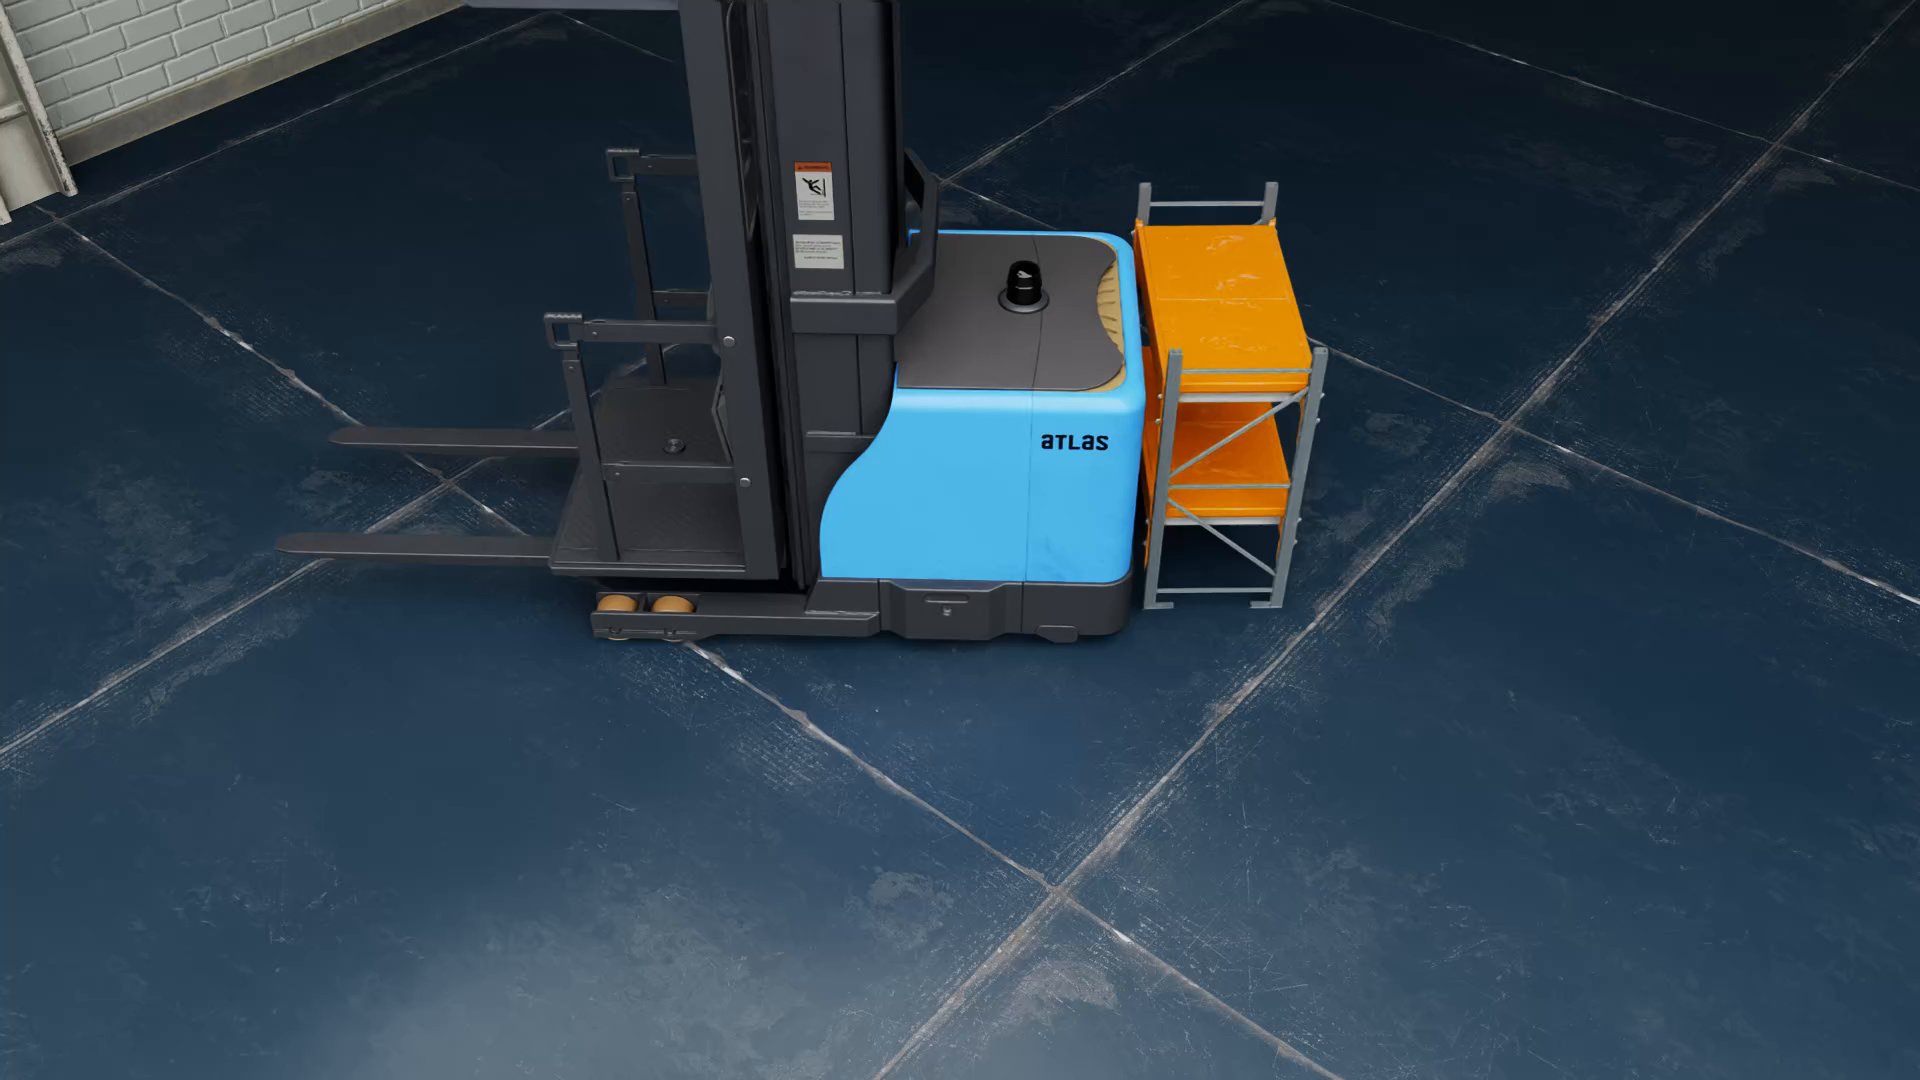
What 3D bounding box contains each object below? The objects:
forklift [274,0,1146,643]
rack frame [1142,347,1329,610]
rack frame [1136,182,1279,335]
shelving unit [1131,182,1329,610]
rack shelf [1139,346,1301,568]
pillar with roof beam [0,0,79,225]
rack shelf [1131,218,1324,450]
[{"bbox_3d":[-0.906,-1.081,5.261,3.031,2.935,1.130,1,42,1],"label":"forklift"},{"bbox_3d":[0.908,-0.179,5.611,0.500,1.125,0.032,0,42,-1],"label":"rack frame"},{"bbox_3d":[0.896,-0.863,6.363,0.500,1.125,0.032,0,42,-1],"label":"rack frame"},{"bbox_3d":[0.902,-0.521,5.987,0.538,1.125,1.048,0,42,-1],"label":"shelving unit"},{"bbox_3d":[0.902,-0.340,6.151,0.538,0.278,1.000,0,42,-1],"label":"rack shelf"},{"bbox_3d":[-1.247,-3.127,3.000,9.100,9.000,0.400,29,50,28],"label":"pillar with roof beam"},{"bbox_3d":[0.902,-0.737,5.790,0.538,0.278,1.000,0,42,-1],"label":"rack shelf"}]
